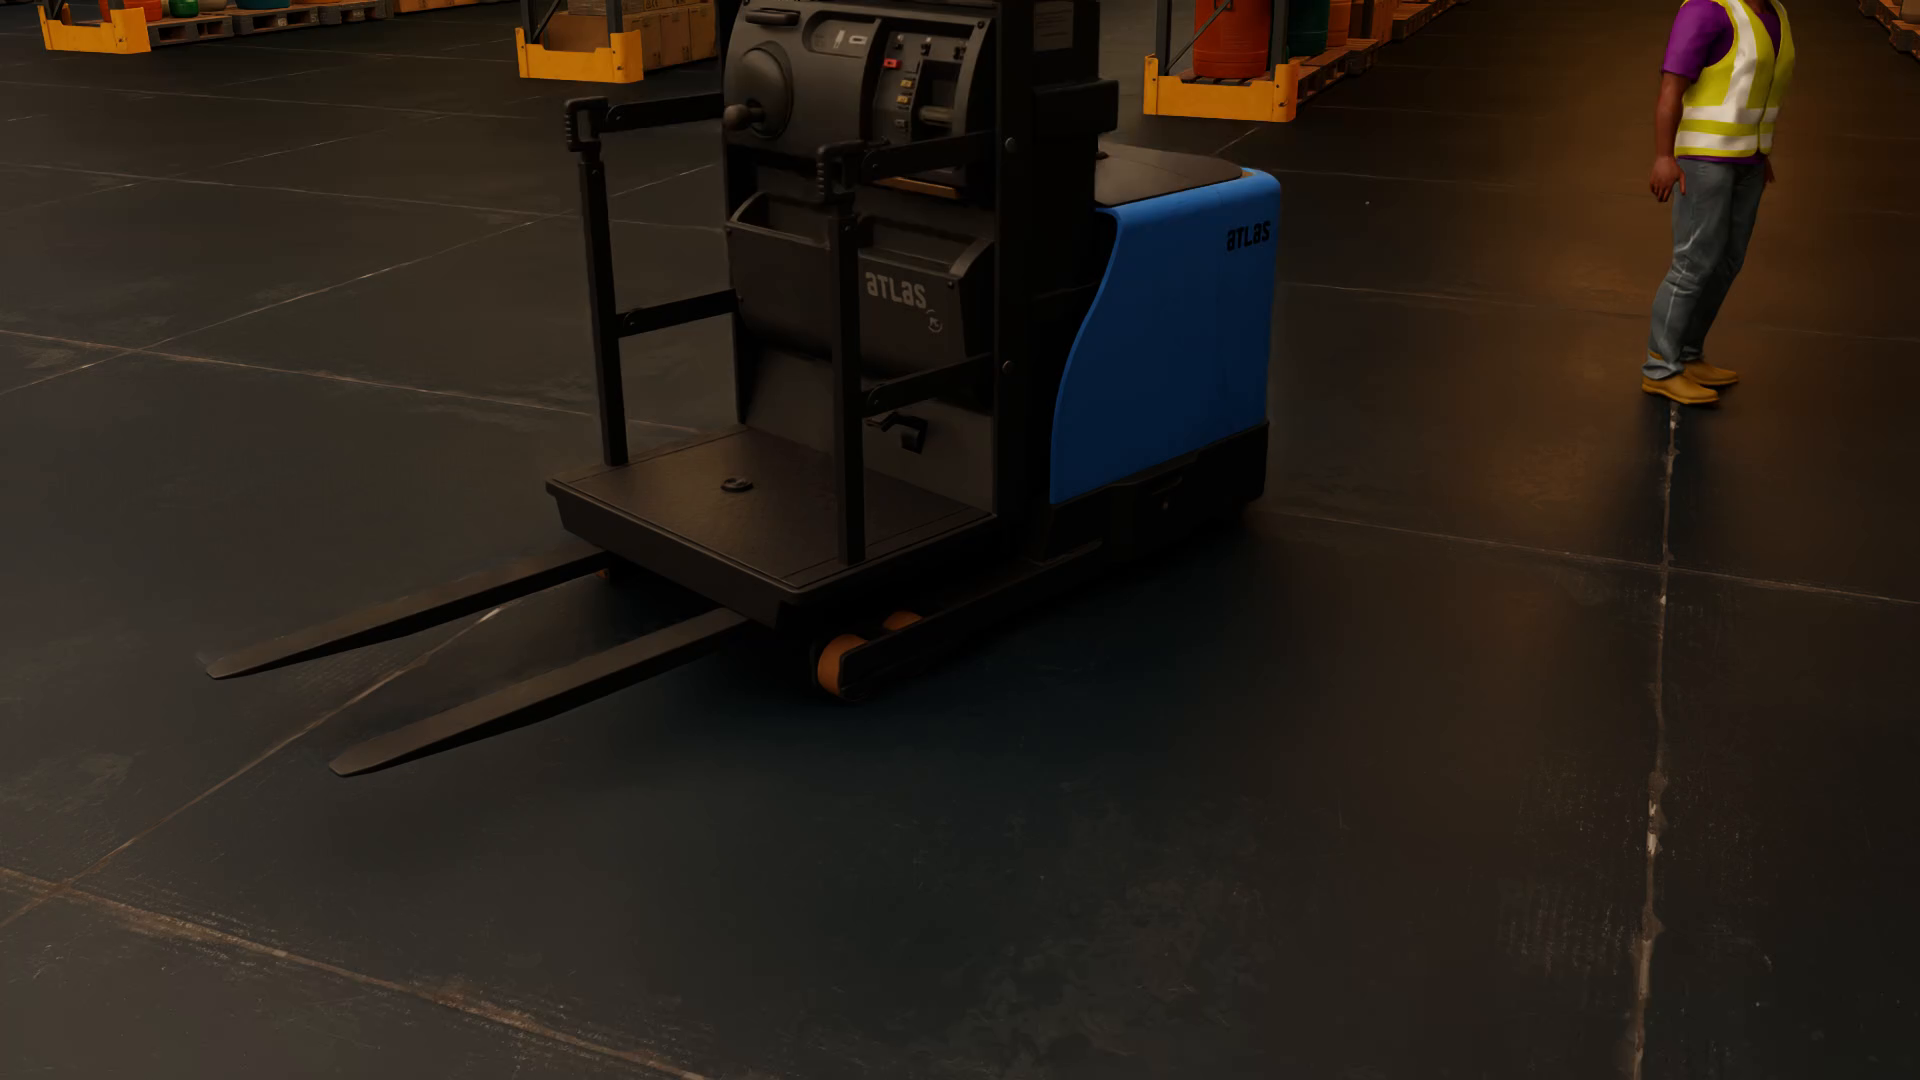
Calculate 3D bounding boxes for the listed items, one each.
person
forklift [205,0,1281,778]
[{"bbox_3d":[2.847,-1.409,6.180,0.687,1.768,0.419,-17,28,-35],"label":"person"},{"bbox_3d":[-0.429,-1.174,4.101,1.130,2.935,3.031,21,30,40],"label":"forklift"}]
